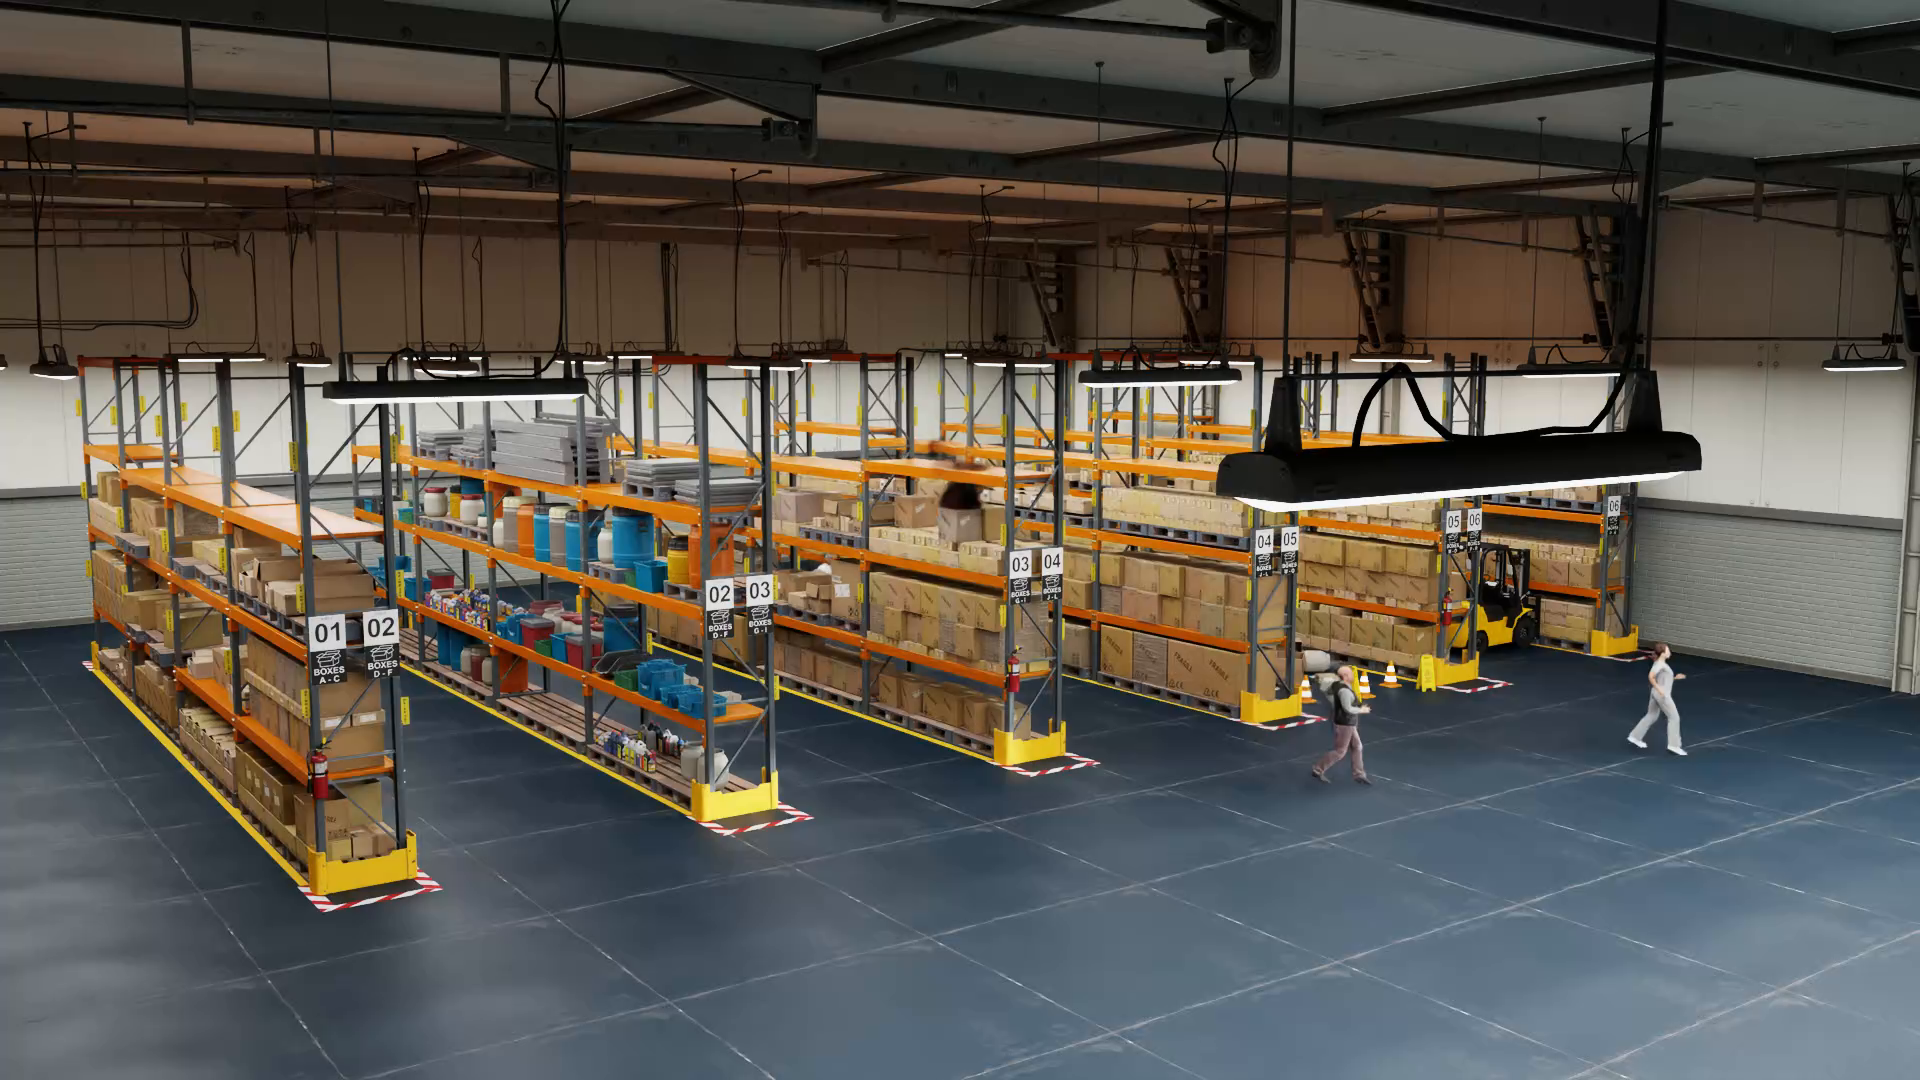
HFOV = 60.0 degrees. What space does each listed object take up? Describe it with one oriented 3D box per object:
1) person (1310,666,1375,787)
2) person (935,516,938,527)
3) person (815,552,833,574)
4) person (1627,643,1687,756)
[{"bbox_3d":[5.414,2.640,23.447,0.917,1.752,0.668,1,7,7],"label":"person"},{"bbox_3d":[-0.670,0.092,44.894,0.603,1.653,0.627,1,7,9],"label":"person"},{"bbox_3d":[-2.843,1.092,36.322,0.597,1.721,0.831,-4,8,-32],"label":"person"},{"bbox_3d":[10.672,2.418,25.369,0.854,1.708,0.544,1,7,9],"label":"person"}]
